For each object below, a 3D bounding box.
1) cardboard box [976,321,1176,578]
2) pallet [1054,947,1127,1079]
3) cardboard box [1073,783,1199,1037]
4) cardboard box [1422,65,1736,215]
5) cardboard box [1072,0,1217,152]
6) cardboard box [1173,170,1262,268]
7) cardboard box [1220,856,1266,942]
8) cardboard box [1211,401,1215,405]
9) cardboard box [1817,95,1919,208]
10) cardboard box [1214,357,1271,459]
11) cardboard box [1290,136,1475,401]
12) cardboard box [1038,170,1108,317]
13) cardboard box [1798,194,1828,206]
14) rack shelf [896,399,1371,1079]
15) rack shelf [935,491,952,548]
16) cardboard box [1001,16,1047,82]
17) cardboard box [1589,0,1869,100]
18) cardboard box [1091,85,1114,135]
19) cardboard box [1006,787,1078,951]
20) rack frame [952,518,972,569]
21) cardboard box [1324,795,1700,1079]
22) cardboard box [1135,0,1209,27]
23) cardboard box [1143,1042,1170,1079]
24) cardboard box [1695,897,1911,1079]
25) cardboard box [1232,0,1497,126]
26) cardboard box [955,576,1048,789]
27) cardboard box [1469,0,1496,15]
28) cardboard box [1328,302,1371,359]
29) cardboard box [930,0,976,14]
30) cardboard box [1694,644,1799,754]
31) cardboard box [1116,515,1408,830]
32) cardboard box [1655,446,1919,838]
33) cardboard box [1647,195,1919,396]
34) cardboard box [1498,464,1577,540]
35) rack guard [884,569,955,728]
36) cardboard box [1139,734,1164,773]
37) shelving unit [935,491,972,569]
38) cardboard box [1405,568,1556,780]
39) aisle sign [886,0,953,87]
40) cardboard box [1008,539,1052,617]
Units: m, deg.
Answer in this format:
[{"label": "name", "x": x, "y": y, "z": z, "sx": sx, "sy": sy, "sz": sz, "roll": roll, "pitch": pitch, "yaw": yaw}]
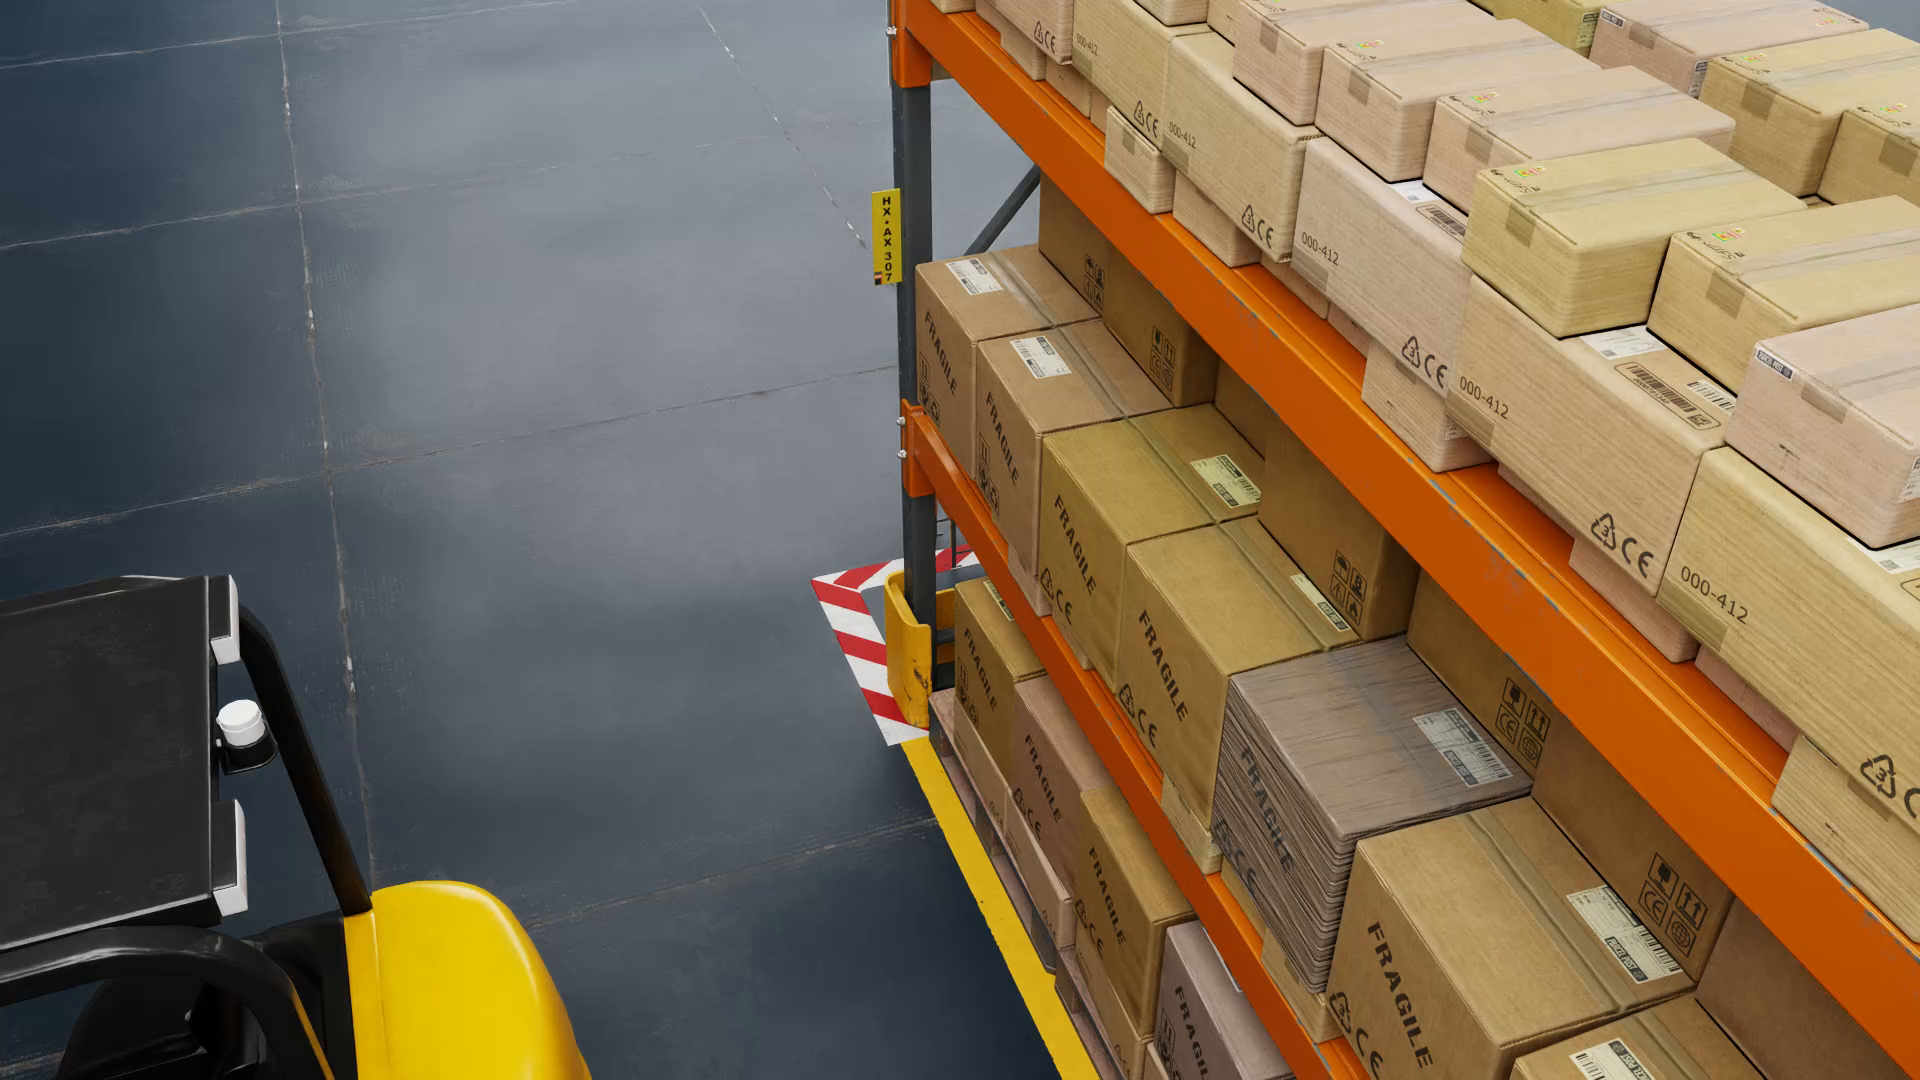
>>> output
[{"label": "cardboard box", "x": 0.363, "y": -0.276, "z": 4.793, "sx": 0.500, "sy": 0.500, "sz": 0.500, "roll": -11, "pitch": 38, "yaw": -15}, {"label": "pallet", "x": 0.968, "y": 1.577, "z": 4.981, "sx": 1.003, "sy": 0.211, "sz": 1.213, "roll": -12, "pitch": 39, "yaw": -16}, {"label": "cardboard box", "x": 0.655, "y": 1.003, "z": 4.739, "sx": 0.500, "sy": 0.500, "sz": 0.500, "roll": -12, "pitch": 39, "yaw": -15}, {"label": "cardboard box", "x": 0.969, "y": -0.610, "z": 2.620, "sx": 0.380, "sy": 0.149, "sz": 0.250, "roll": -13, "pitch": 39, "yaw": -17}, {"label": "cardboard box", "x": 0.567, "y": -1.079, "z": 3.573, "sx": 0.500, "sy": 0.250, "sz": 0.500, "roll": -11, "pitch": 38, "yaw": -15}, {"label": "cardboard box", "x": 0.666, "y": -0.708, "z": 3.412, "sx": 0.380, "sy": 0.149, "sz": 0.250, "roll": -13, "pitch": 39, "yaw": -17}, {"label": "cardboard box", "x": 0.846, "y": 0.783, "z": 3.926, "sx": 0.380, "sy": 0.149, "sz": 0.250, "roll": -13, "pitch": 39, "yaw": -17}, {"label": "cardboard box", "x": 0.893, "y": -0.360, "z": 4.904, "sx": 0.500, "sy": 0.500, "sz": 0.500, "roll": -12, "pitch": 39, "yaw": -16}, {"label": "cardboard box", "x": 1.589, "y": -0.582, "z": 2.583, "sx": 0.380, "sy": 0.149, "sz": 0.250, "roll": -13, "pitch": 39, "yaw": -16}, {"label": "cardboard box", "x": 1.099, "y": -0.495, "z": 4.252, "sx": 0.700, "sy": 0.500, "sz": 0.500, "roll": -13, "pitch": 39, "yaw": -16}, {"label": "cardboard box", "x": 0.914, "y": -0.502, "z": 2.807, "sx": 0.500, "sy": 0.250, "sz": 0.500, "roll": -13, "pitch": 39, "yaw": -17}, {"label": "cardboard box", "x": 0.660, "y": -1.049, "z": 4.988, "sx": 0.700, "sy": 0.500, "sz": 0.500, "roll": -13, "pitch": 39, "yaw": -17}, {"label": "cardboard box", "x": 1.415, "y": -0.612, "z": 2.954, "sx": 0.500, "sy": 0.250, "sz": 0.500, "roll": -12, "pitch": 39, "yaw": -16}, {"label": "rack shelf", "x": 0.967, "y": 0.683, "z": 4.448, "sx": 1.077, "sy": 0.370, "sz": 4.000, "roll": -12, "pitch": 39, "yaw": -16}, {"label": "rack shelf", "x": 0.018, "y": -0.159, "z": 7.068, "sx": 0.215, "sy": 0.259, "sz": 0.240, "roll": -12, "pitch": 39, "yaw": -16}, {"label": "cardboard box", "x": 0.322, "y": -1.291, "z": 4.186, "sx": 0.380, "sy": 0.149, "sz": 0.250, "roll": -11, "pitch": 38, "yaw": -15}, {"label": "cardboard box", "x": 1.354, "y": -0.861, "z": 2.953, "sx": 0.380, "sy": 0.149, "sz": 0.250, "roll": -13, "pitch": 39, "yaw": -17}, {"label": "cardboard box", "x": 0.525, "y": -1.007, "z": 3.809, "sx": 0.380, "sy": 0.149, "sz": 0.250, "roll": -14, "pitch": 39, "yaw": -17}, {"label": "cardboard box", "x": 0.466, "y": 0.999, "z": 5.367, "sx": 0.500, "sy": 0.250, "sz": 0.500, "roll": -11, "pitch": 38, "yaw": -14}, {"label": "rack frame", "x": 0.060, "y": -0.320, "z": 6.803, "sx": 0.200, "sy": 1.050, "sz": 0.008, "roll": -12, "pitch": 39, "yaw": -16}, {"label": "cardboard box", "x": 1.086, "y": 0.878, "z": 3.261, "sx": 0.500, "sy": 0.500, "sz": 0.500, "roll": -11, "pitch": 38, "yaw": -14}, {"label": "cardboard box", "x": 0.545, "y": -1.173, "z": 3.366, "sx": 0.380, "sy": 0.149, "sz": 0.250, "roll": -11, "pitch": 38, "yaw": -15}, {"label": "cardboard box", "x": 0.837, "y": 1.591, "z": 4.581, "sx": 0.500, "sy": 0.250, "sz": 0.500, "roll": -12, "pitch": 39, "yaw": -15}, {"label": "cardboard box", "x": 1.708, "y": 0.674, "z": 2.701, "sx": 0.700, "sy": 0.500, "sz": 0.500, "roll": -13, "pitch": 39, "yaw": -16}, {"label": "cardboard box", "x": 0.718, "y": -0.881, "z": 2.979, "sx": 0.380, "sy": 0.149, "sz": 0.250, "roll": -12, "pitch": 39, "yaw": -15}, {"label": "cardboard box", "x": 0.306, "y": 0.423, "z": 5.508, "sx": 0.500, "sy": 0.500, "sz": 0.500, "roll": -14, "pitch": 39, "yaw": -17}, {"label": "cardboard box", "x": 1.232, "y": -1.161, "z": 3.352, "sx": 0.380, "sy": 0.149, "sz": 0.250, "roll": -11, "pitch": 38, "yaw": -15}, {"label": "cardboard box", "x": 0.910, "y": -0.436, "z": 3.051, "sx": 0.380, "sy": 0.149, "sz": 0.250, "roll": -12, "pitch": 39, "yaw": -15}, {"label": "cardboard box", "x": 0.088, "y": -1.577, "z": 4.567, "sx": 0.380, "sy": 0.149, "sz": 0.250, "roll": -12, "pitch": 39, "yaw": -16}, {"label": "cardboard box", "x": 1.256, "y": 0.152, "z": 2.271, "sx": 0.380, "sy": 0.149, "sz": 0.250, "roll": -12, "pitch": 39, "yaw": -15}, {"label": "cardboard box", "x": 0.722, "y": 0.297, "z": 4.032, "sx": 0.500, "sy": 0.500, "sz": 0.500, "roll": -13, "pitch": 39, "yaw": -17}, {"label": "cardboard box", "x": 1.250, "y": 0.074, "z": 2.043, "sx": 0.500, "sy": 0.250, "sz": 0.500, "roll": -13, "pitch": 39, "yaw": -16}, {"label": "cardboard box", "x": 1.175, "y": -0.321, "z": 2.236, "sx": 0.380, "sy": 0.149, "sz": 0.250, "roll": -12, "pitch": 38, "yaw": -15}, {"label": "cardboard box", "x": 1.103, "y": -0.141, "z": 2.660, "sx": 0.380, "sy": 0.149, "sz": 0.250, "roll": -14, "pitch": 39, "yaw": -17}, {"label": "rack guard", "x": 0.305, "y": 0.307, "z": 6.427, "sx": 1.175, "sy": 0.500, "sz": 0.348, "roll": -12, "pitch": 39, "yaw": -16}, {"label": "cardboard box", "x": 0.692, "y": 0.491, "z": 4.314, "sx": 0.380, "sy": 0.149, "sz": 0.250, "roll": -13, "pitch": 39, "yaw": -17}, {"label": "shelving unit", "x": 0.018, "y": -0.389, "z": 6.894, "sx": 0.215, "sy": 1.050, "sz": 0.252, "roll": -12, "pitch": 39, "yaw": -16}, {"label": "cardboard box", "x": 1.405, "y": 0.091, "z": 3.474, "sx": 0.700, "sy": 0.500, "sz": 0.500, "roll": -13, "pitch": 39, "yaw": -17}, {"label": "aisle sign", "x": -0.033, "y": -1.743, "z": 4.911, "sx": 0.394, "sy": 0.787, "sz": 0.004, "roll": -12, "pitch": 39, "yaw": -16}, {"label": "cardboard box", "x": 0.361, "y": 0.060, "z": 4.886, "sx": 0.380, "sy": 0.149, "sz": 0.250, "roll": -12, "pitch": 39, "yaw": -15}]
